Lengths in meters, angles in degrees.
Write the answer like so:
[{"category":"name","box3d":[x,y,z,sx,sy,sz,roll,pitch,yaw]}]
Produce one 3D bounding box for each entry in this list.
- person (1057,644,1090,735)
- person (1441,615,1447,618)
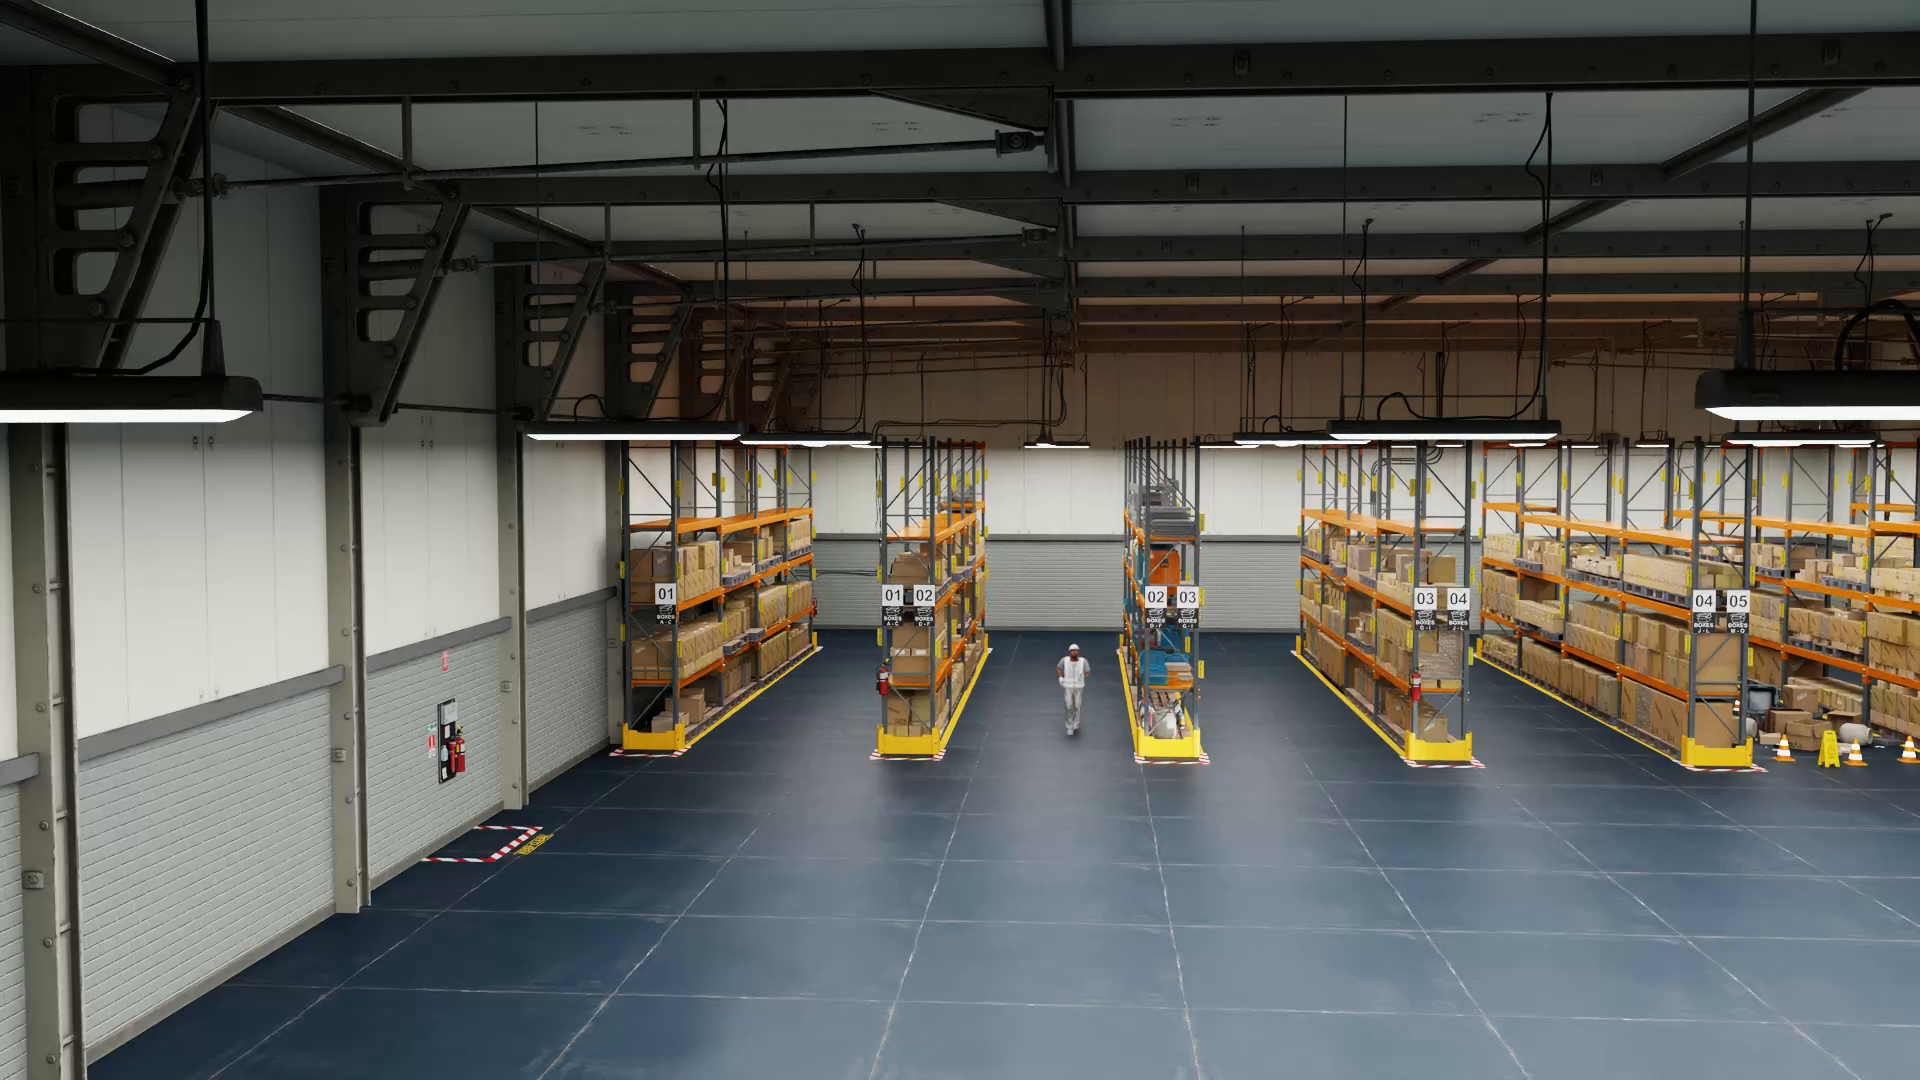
[{"category":"person","box3d":[2.316,3.036,33.807,0.669,1.847,0.703,0,3,-1]},{"category":"person","box3d":[13.533,2.362,46.870,0.769,1.690,0.919,2,4,38]}]
